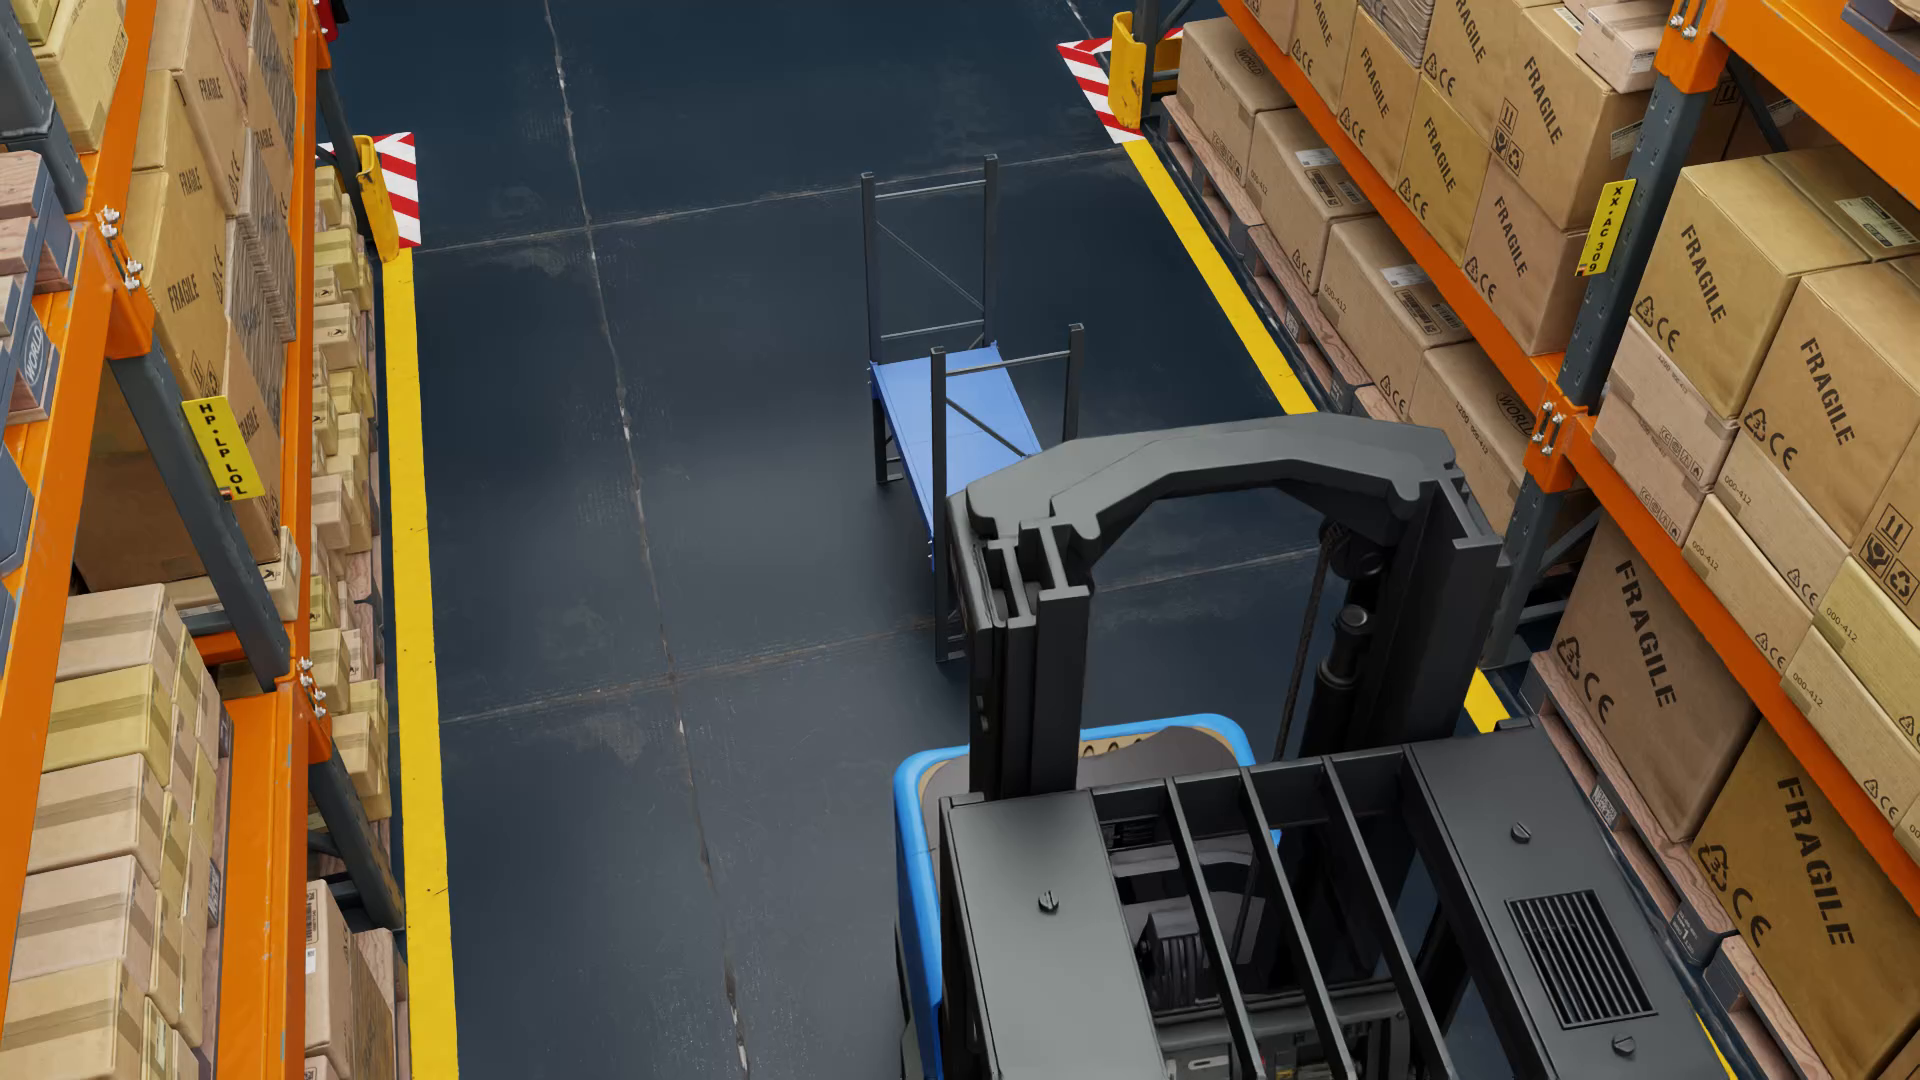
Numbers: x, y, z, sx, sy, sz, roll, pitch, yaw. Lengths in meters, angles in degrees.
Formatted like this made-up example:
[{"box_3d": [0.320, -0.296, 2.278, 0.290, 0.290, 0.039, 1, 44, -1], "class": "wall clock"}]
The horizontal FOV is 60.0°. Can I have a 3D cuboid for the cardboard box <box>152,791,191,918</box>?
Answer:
[{"box_3d": [-1.906, 0.718, 3.619, 0.380, 0.149, 0.250, -9, 46, -9], "class": "cardboard box"}]

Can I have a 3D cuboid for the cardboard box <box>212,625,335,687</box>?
[{"box_3d": [-2.361, 0.408, 5.744, 0.380, 0.149, 0.250, -11, 47, -11], "class": "cardboard box"}]

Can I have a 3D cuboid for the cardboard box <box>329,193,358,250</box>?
[{"box_3d": [-2.941, -1.413, 7.529, 0.380, 0.149, 0.250, -12, 47, -11], "class": "cardboard box"}]

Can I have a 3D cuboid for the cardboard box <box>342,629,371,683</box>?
[{"box_3d": [-2.293, 0.484, 5.877, 0.380, 0.149, 0.250, -11, 47, -11], "class": "cardboard box"}]

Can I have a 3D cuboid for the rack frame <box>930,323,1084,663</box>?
[{"box_3d": [0.152, -0.115, 5.813, 0.500, 1.500, 0.032, -11, 47, -10], "class": "rack frame"}]

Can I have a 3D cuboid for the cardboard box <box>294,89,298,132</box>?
[{"box_3d": [-2.802, -1.690, 6.482, 0.380, 0.149, 0.250, -10, 46, -9], "class": "cardboard box"}]

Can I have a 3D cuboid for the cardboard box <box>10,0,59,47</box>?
[{"box_3d": [-2.220, -1.259, 3.538, 0.500, 0.250, 0.500, -9, 46, -9], "class": "cardboard box"}]

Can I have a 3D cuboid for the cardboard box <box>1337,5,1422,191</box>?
[{"box_3d": [1.785, -1.692, 6.238, 0.500, 0.500, 0.500, -11, 47, -11], "class": "cardboard box"}]

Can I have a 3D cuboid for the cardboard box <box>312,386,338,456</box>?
[{"box_3d": [-2.592, -0.427, 6.354, 0.380, 0.149, 0.250, -10, 47, -10], "class": "cardboard box"}]

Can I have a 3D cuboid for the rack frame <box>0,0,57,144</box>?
[{"box_3d": [-2.328, -1.810, 2.223, 1.000, 3.000, 0.127, -11, 47, -10], "class": "rack frame"}]

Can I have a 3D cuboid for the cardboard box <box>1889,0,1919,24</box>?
[{"box_3d": [2.376, -1.256, 3.416, 0.500, 0.500, 0.500, -11, 47, -11], "class": "cardboard box"}]

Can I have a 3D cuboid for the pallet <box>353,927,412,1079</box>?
[{"box_3d": [-2.128, 1.803, 4.835, 1.003, 0.211, 1.213, -11, 47, -10], "class": "pallet"}]

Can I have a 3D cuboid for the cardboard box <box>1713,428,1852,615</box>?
[{"box_3d": [2.431, -0.098, 4.500, 0.500, 0.250, 0.500, -10, 46, -10], "class": "cardboard box"}]

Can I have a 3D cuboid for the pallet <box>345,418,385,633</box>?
[{"box_3d": [-2.850, -0.036, 6.637, 1.003, 0.211, 1.213, -11, 47, -10], "class": "pallet"}]

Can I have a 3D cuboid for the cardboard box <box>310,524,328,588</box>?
[{"box_3d": [-2.431, 0.114, 5.824, 0.380, 0.149, 0.250, -12, 47, -11], "class": "cardboard box"}]

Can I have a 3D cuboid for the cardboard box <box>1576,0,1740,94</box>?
[{"box_3d": [2.044, -1.452, 4.848, 0.380, 0.149, 0.250, -12, 47, -11], "class": "cardboard box"}]

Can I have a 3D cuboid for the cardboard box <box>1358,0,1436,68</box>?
[{"box_3d": [1.782, -2.047, 5.886, 0.500, 0.500, 0.500, -10, 46, -10], "class": "cardboard box"}]

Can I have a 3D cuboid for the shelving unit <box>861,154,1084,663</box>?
[{"box_3d": [0.022, -0.466, 6.157, 0.538, 1.500, 1.048, -11, 47, -10], "class": "shelving unit"}]

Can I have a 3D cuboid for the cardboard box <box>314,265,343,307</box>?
[{"box_3d": [-2.769, -0.980, 6.896, 0.380, 0.149, 0.250, -12, 47, -12], "class": "cardboard box"}]

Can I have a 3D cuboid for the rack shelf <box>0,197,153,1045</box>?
[{"box_3d": [-1.816, 0.872, 2.198, 1.077, 0.370, 4.000, -11, 47, -10], "class": "rack shelf"}]

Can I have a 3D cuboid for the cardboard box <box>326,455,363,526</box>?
[{"box_3d": [-2.478, -0.159, 6.300, 0.380, 0.149, 0.250, -11, 47, -11], "class": "cardboard box"}]

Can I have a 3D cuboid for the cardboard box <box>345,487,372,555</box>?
[{"box_3d": [-2.482, -0.058, 6.409, 0.380, 0.149, 0.250, -12, 47, -11], "class": "cardboard box"}]

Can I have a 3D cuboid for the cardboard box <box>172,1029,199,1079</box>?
[{"box_3d": [-1.766, 1.184, 3.371, 0.380, 0.149, 0.250, -13, 47, -12], "class": "cardboard box"}]

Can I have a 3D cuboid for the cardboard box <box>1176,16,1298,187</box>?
[{"box_3d": [1.672, -2.260, 8.364, 0.875, 0.438, 0.875, -12, 47, -12], "class": "cardboard box"}]

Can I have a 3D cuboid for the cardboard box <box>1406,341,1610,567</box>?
[{"box_3d": [2.374, -0.389, 6.531, 0.875, 0.438, 0.875, -11, 47, -11], "class": "cardboard box"}]

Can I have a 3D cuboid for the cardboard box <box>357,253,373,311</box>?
[{"box_3d": [-2.852, -1.137, 7.466, 0.380, 0.149, 0.250, -9, 46, -9], "class": "cardboard box"}]

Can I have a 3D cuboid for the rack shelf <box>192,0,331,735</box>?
[{"box_3d": [-2.840, -0.840, 5.976, 1.077, 0.370, 4.000, -11, 47, -10], "class": "rack shelf"}]

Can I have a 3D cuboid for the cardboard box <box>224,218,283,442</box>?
[{"box_3d": [-2.345, -0.578, 4.938, 0.500, 0.500, 0.500, -11, 47, -10], "class": "cardboard box"}]

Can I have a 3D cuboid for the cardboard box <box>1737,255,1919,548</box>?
[{"box_3d": [2.423, -0.368, 4.240, 0.500, 0.500, 0.500, -11, 47, -11], "class": "cardboard box"}]

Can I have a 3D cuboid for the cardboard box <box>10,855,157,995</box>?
[{"box_3d": [-1.836, 0.809, 3.322, 0.380, 0.149, 0.250, -11, 47, -10], "class": "cardboard box"}]

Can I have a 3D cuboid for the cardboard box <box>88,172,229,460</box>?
[{"box_3d": [-2.208, -0.556, 4.216, 0.500, 0.500, 0.500, -10, 46, -9], "class": "cardboard box"}]

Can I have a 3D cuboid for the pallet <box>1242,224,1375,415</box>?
[{"box_3d": [1.996, -1.093, 7.673, 1.003, 0.211, 1.213, -11, 47, -10], "class": "pallet"}]

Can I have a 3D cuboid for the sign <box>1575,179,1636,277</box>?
[{"box_3d": [1.895, -0.914, 4.883, 0.100, 0.325, 0.005, -11, 47, -10], "class": "sign"}]

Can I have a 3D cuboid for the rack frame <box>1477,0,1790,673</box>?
[{"box_3d": [2.431, -0.685, 5.321, 1.000, 3.000, 0.127, -11, 47, -10], "class": "rack frame"}]

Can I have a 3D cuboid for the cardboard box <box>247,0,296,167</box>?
[{"box_3d": [-2.723, -1.643, 5.982, 0.500, 0.500, 0.500, -11, 47, -10], "class": "cardboard box"}]

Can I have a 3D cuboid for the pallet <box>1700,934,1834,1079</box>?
[{"box_3d": [3.017, 1.654, 4.982, 1.003, 0.211, 1.213, -11, 47, -10], "class": "pallet"}]

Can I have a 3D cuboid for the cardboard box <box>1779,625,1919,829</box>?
[{"box_3d": [2.538, 0.433, 4.331, 0.500, 0.250, 0.500, -11, 47, -11], "class": "cardboard box"}]

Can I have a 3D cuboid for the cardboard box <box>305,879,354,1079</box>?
[{"box_3d": [-1.893, 1.223, 4.382, 0.500, 0.250, 0.500, -12, 47, -11], "class": "cardboard box"}]

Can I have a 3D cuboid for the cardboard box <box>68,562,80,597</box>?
[{"box_3d": [-2.725, -0.132, 4.501, 0.500, 0.500, 0.500, -11, 47, -10], "class": "cardboard box"}]

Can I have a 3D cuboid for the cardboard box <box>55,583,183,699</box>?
[{"box_3d": [-2.037, 0.264, 3.857, 0.380, 0.149, 0.250, -9, 46, -8], "class": "cardboard box"}]

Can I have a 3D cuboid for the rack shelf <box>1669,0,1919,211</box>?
[{"box_3d": [2.943, -0.103, 3.154, 1.077, 0.370, 4.000, -11, 47, -10], "class": "rack shelf"}]

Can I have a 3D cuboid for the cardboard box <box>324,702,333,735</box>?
[{"box_3d": [-2.216, 0.656, 5.292, 0.380, 0.149, 0.250, -9, 46, -9], "class": "cardboard box"}]

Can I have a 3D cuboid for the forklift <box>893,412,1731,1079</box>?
[{"box_3d": [0.548, 1.309, 3.415, 1.130, 2.935, 3.031, -7, 46, -7], "class": "forklift"}]

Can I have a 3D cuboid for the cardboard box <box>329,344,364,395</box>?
[{"box_3d": [-2.662, -0.700, 6.829, 0.380, 0.149, 0.250, -10, 46, -10], "class": "cardboard box"}]

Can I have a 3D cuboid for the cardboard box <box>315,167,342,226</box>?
[{"box_3d": [-2.972, -1.510, 7.415, 0.380, 0.149, 0.250, -10, 46, -10], "class": "cardboard box"}]

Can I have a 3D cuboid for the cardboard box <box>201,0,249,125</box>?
[{"box_3d": [-2.585, -1.619, 5.258, 0.500, 0.500, 0.500, -12, 47, -12], "class": "cardboard box"}]

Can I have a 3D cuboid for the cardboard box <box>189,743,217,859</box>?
[{"box_3d": [-1.968, 0.648, 3.897, 0.380, 0.149, 0.250, -10, 47, -10], "class": "cardboard box"}]

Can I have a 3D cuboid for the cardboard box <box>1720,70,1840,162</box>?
[{"box_3d": [2.543, -1.443, 5.294, 0.500, 0.500, 0.500, -10, 46, -10], "class": "cardboard box"}]
